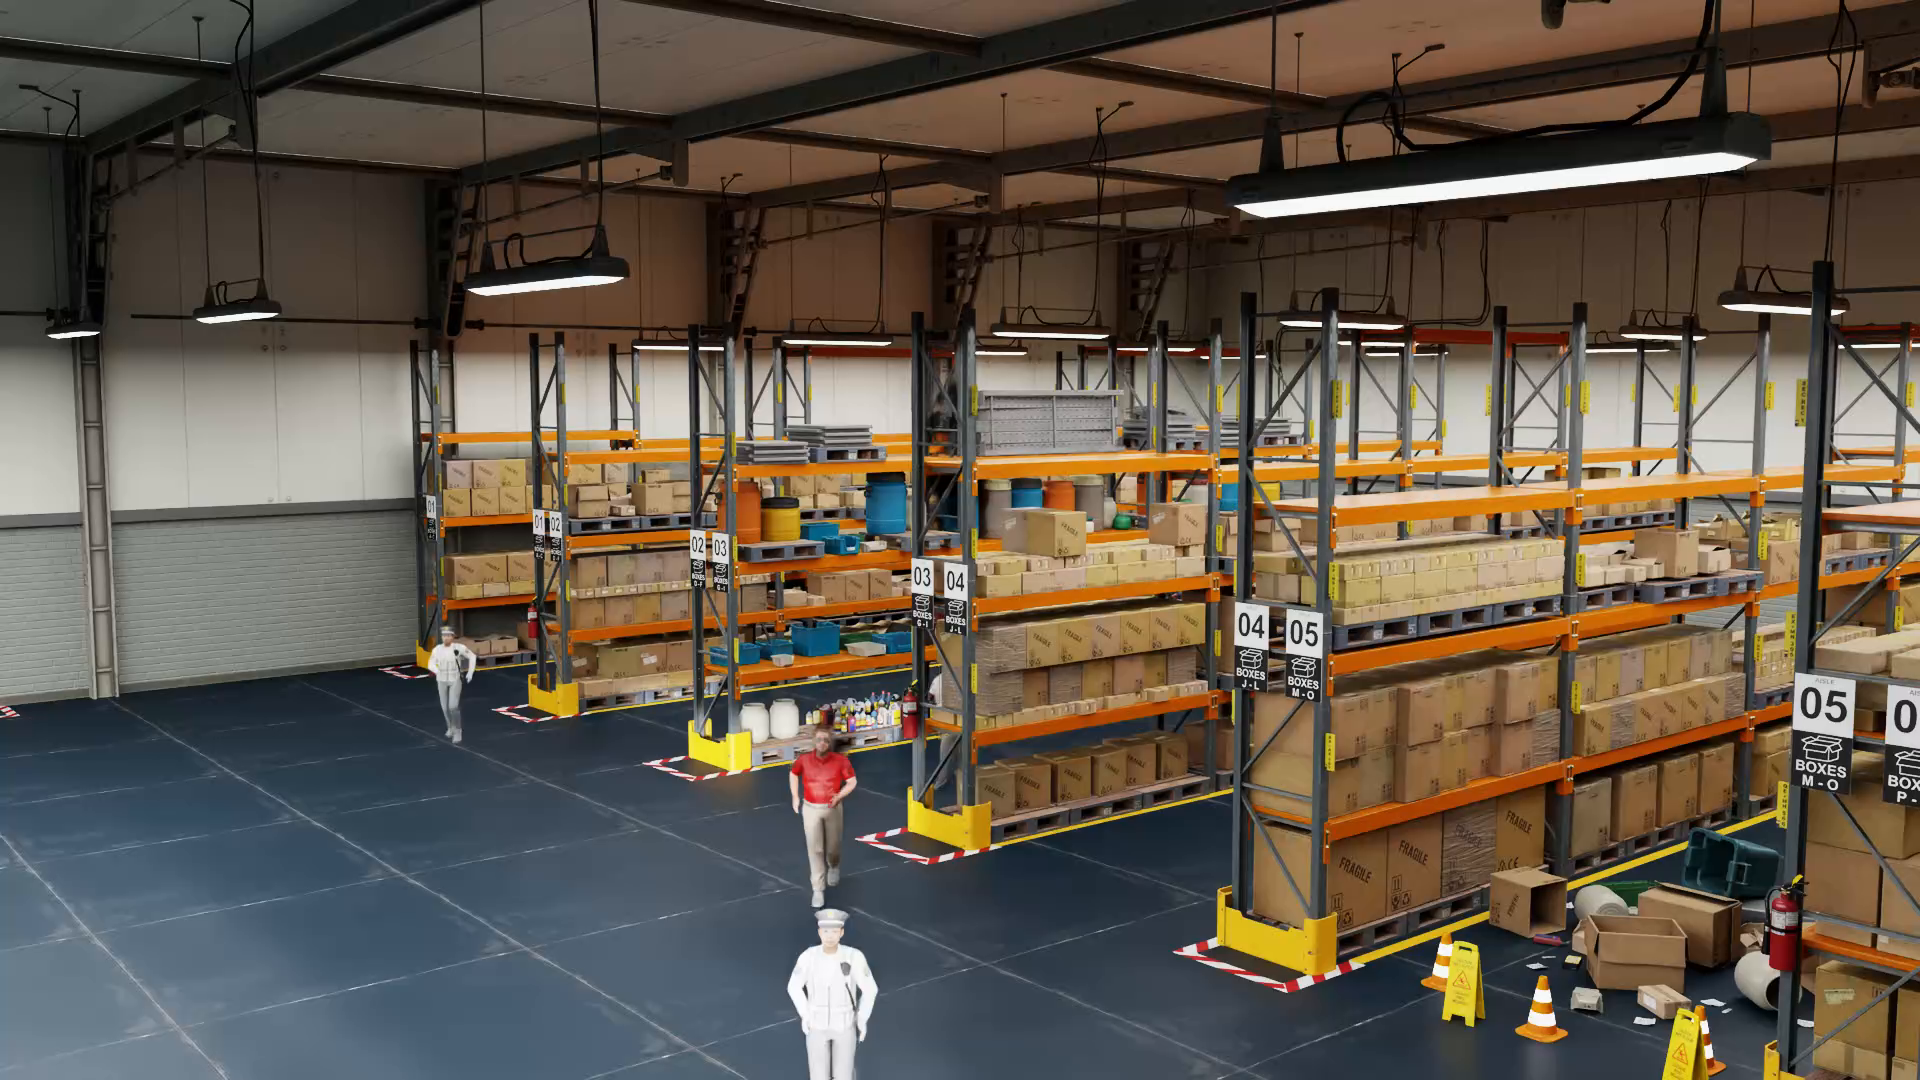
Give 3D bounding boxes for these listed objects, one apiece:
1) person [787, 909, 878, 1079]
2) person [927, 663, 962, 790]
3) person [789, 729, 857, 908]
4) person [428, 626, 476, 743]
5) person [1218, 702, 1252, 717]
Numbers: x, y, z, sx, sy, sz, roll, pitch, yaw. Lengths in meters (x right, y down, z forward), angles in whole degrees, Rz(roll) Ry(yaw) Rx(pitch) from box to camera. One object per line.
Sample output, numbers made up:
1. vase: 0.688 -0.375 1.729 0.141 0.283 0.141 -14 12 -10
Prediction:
1. person: -0.874 3.304 11.359 0.617 1.663 0.587 0 5 2
2. person: -0.137 2.308 21.521 0.604 1.703 0.900 4 7 38
3. person: -1.386 2.754 16.795 0.686 1.722 0.835 0 5 -3
4. person: -7.409 2.099 24.209 0.630 1.736 0.699 0 5 -3
5. person: 4.079 2.064 24.466 0.763 1.787 0.625 -4 7 -39
